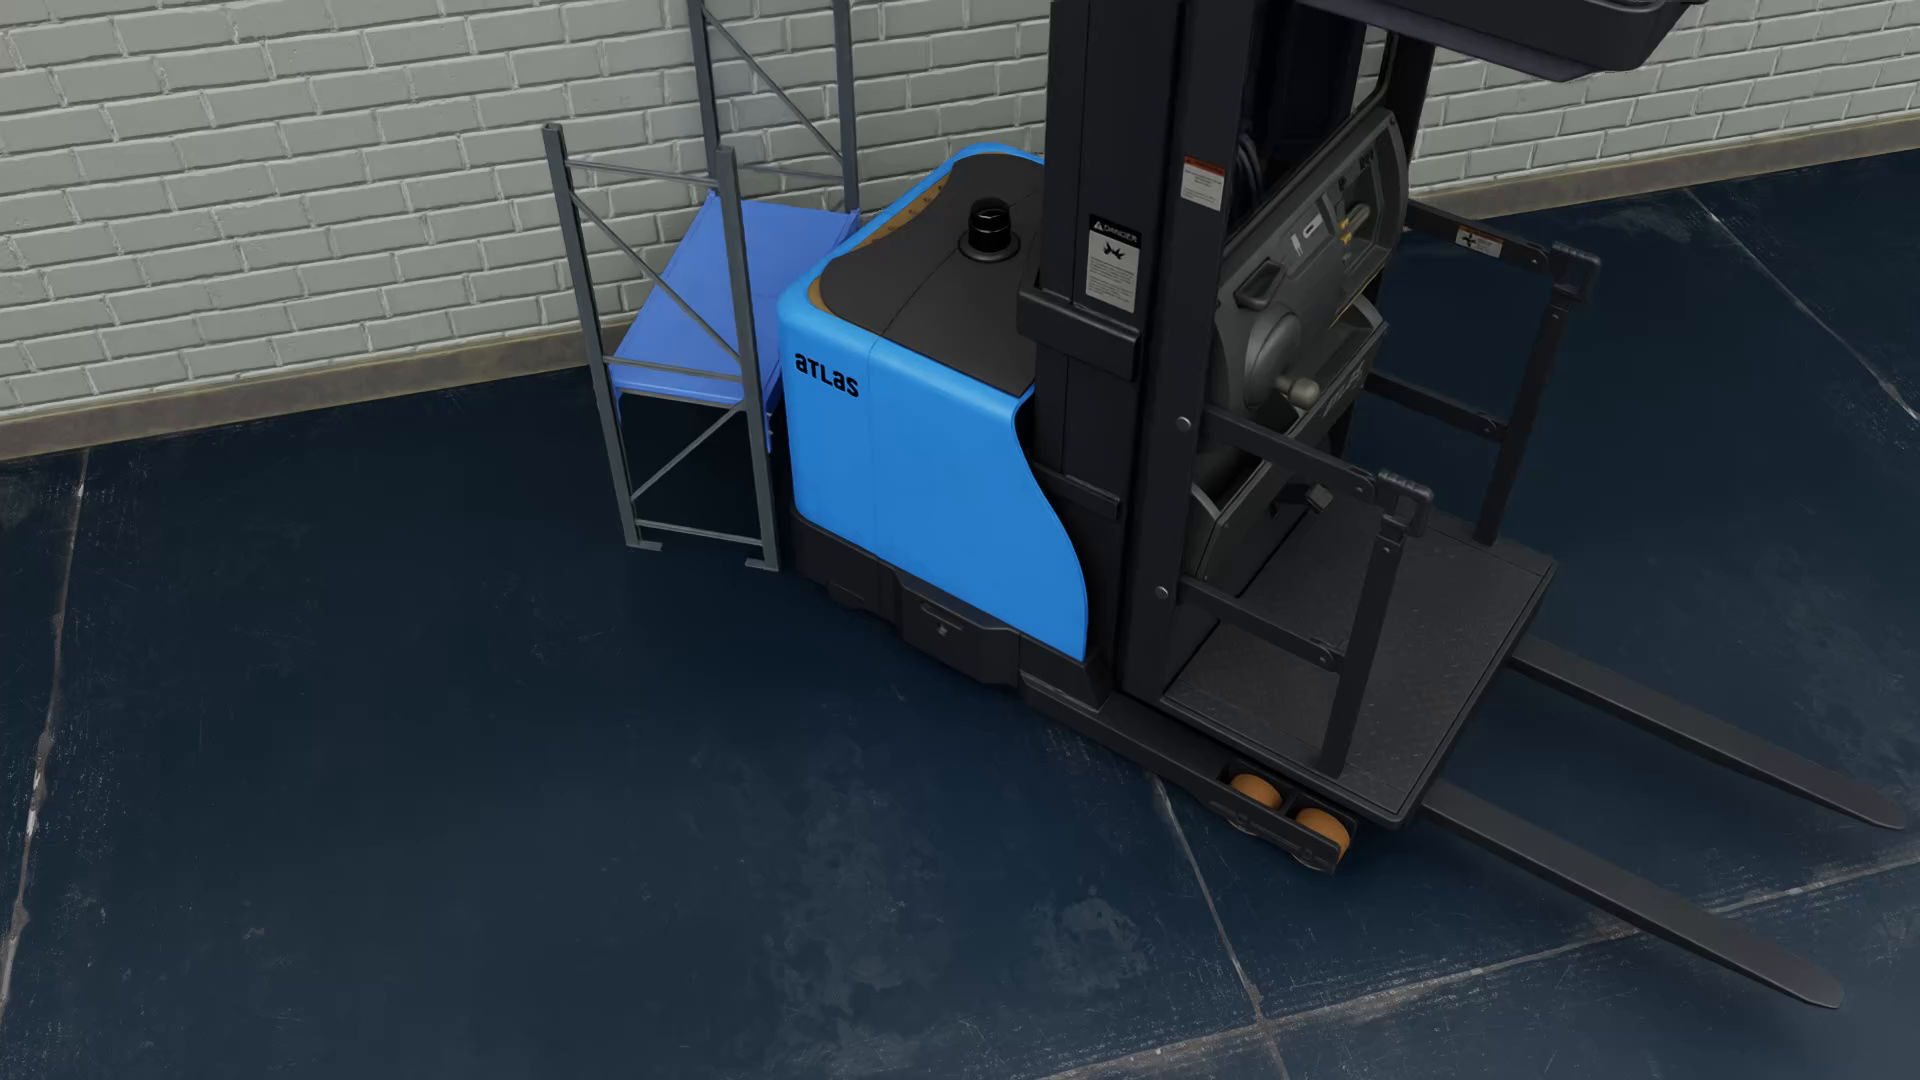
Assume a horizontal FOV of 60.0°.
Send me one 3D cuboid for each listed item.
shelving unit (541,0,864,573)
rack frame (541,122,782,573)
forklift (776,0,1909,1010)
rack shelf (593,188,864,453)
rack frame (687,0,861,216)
[{"bbox_3d":[-0.687,-0.829,5.013,0.538,1.500,1.048,9,46,9],"label":"shelving unit"},{"bbox_3d":[-0.802,-0.476,4.666,0.500,1.500,0.032,9,46,9],"label":"rack frame"},{"bbox_3d":[0.994,-0.592,3.778,3.031,2.935,1.130,27,51,24],"label":"forklift"},{"bbox_3d":[-0.687,-0.703,5.141,0.538,0.185,1.000,9,46,9],"label":"rack shelf"},{"bbox_3d":[-0.571,-1.183,5.359,0.500,1.500,0.032,9,46,9],"label":"rack frame"}]
